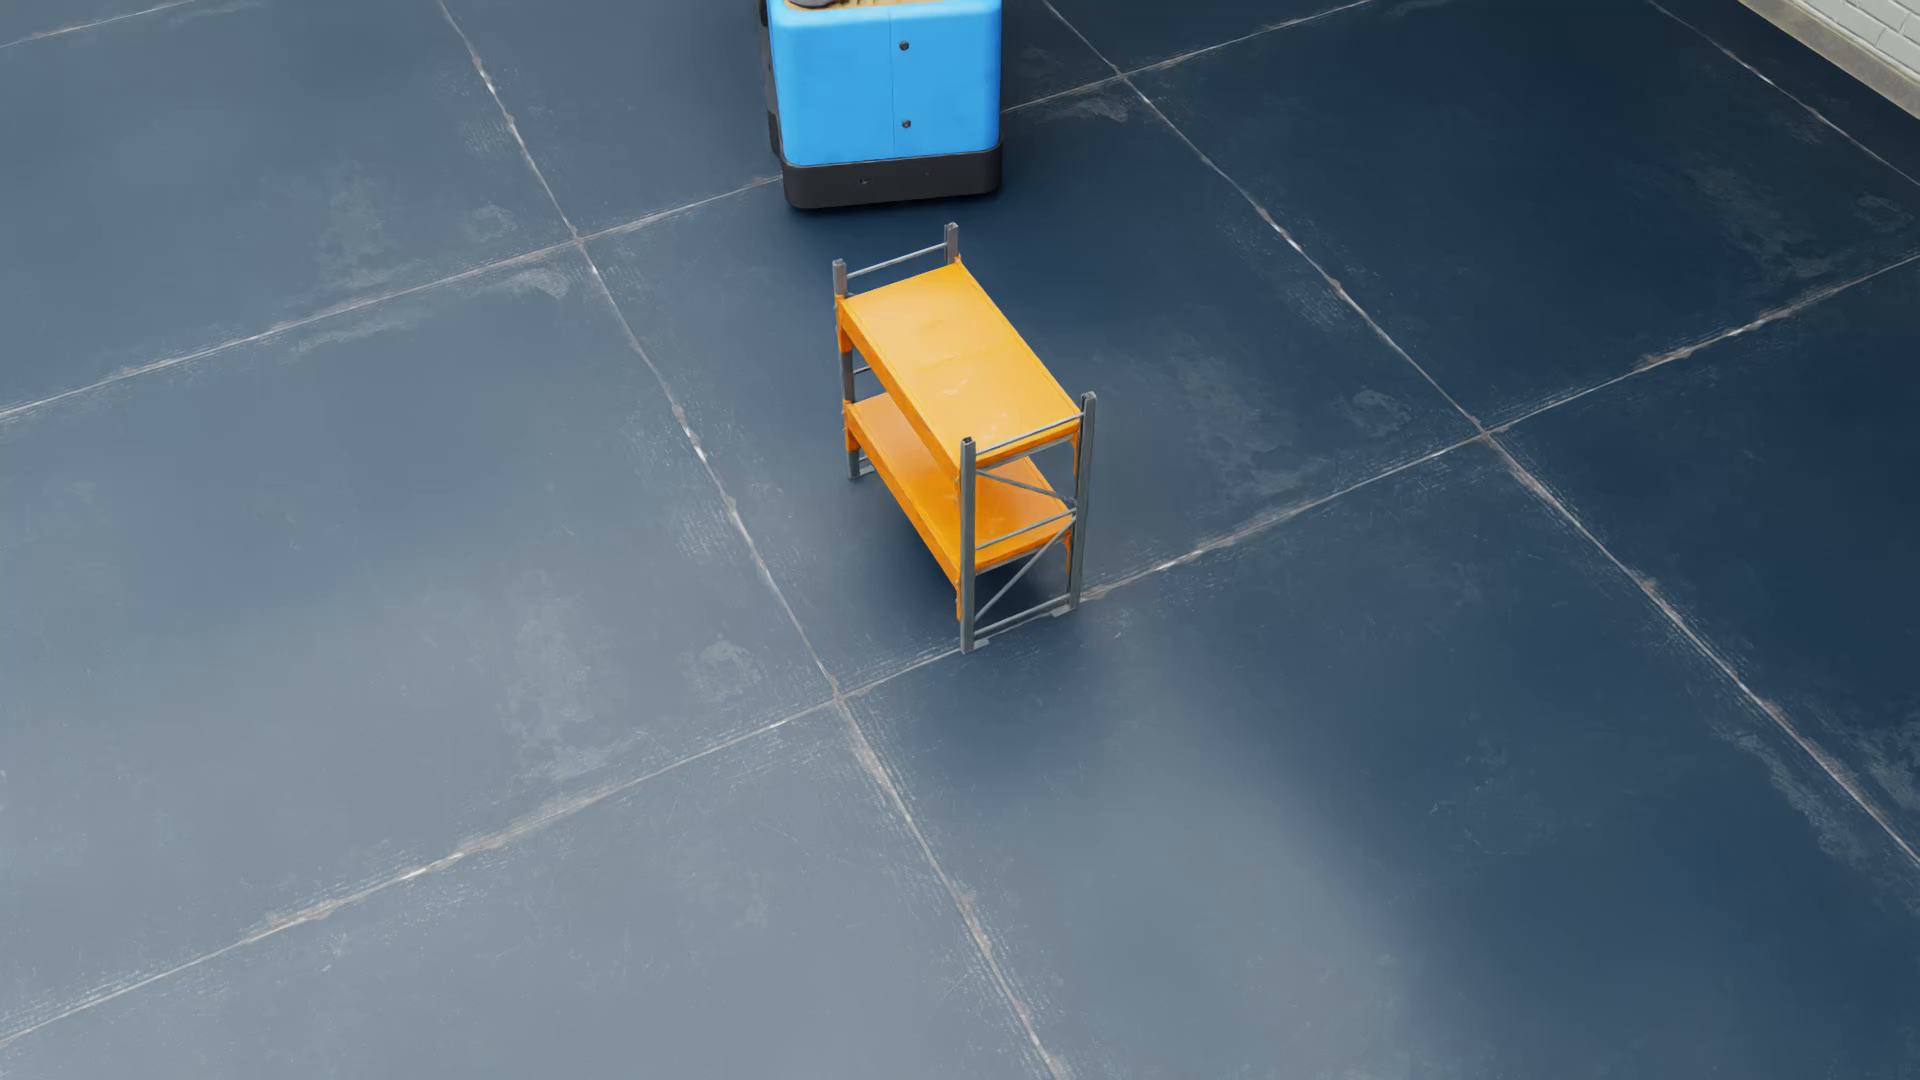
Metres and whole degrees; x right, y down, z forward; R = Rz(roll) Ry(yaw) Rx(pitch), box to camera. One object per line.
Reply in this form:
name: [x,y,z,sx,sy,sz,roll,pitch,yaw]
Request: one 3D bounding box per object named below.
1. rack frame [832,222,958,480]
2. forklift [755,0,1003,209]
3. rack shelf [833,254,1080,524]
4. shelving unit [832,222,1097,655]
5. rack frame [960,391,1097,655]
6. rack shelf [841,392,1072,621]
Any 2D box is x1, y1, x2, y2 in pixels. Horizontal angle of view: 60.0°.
rack frame: [-0.236,-0.715,6.521,0.500,1.125,0.032,-21,52,-18]
forklift: [-0.520,-3.669,7.905,1.130,2.935,3.031,-6,49,-5]
rack shelf: [-0.003,-0.568,6.003,0.538,0.278,1.000,-21,52,-18]
shelving unit: [-0.003,-0.375,6.223,0.538,1.125,1.048,-21,52,-18]
rack frame: [0.230,-0.035,5.926,0.500,1.125,0.032,-21,52,-18]
rack shelf: [-0.003,-0.214,6.407,0.538,0.278,1.000,-21,52,-18]
